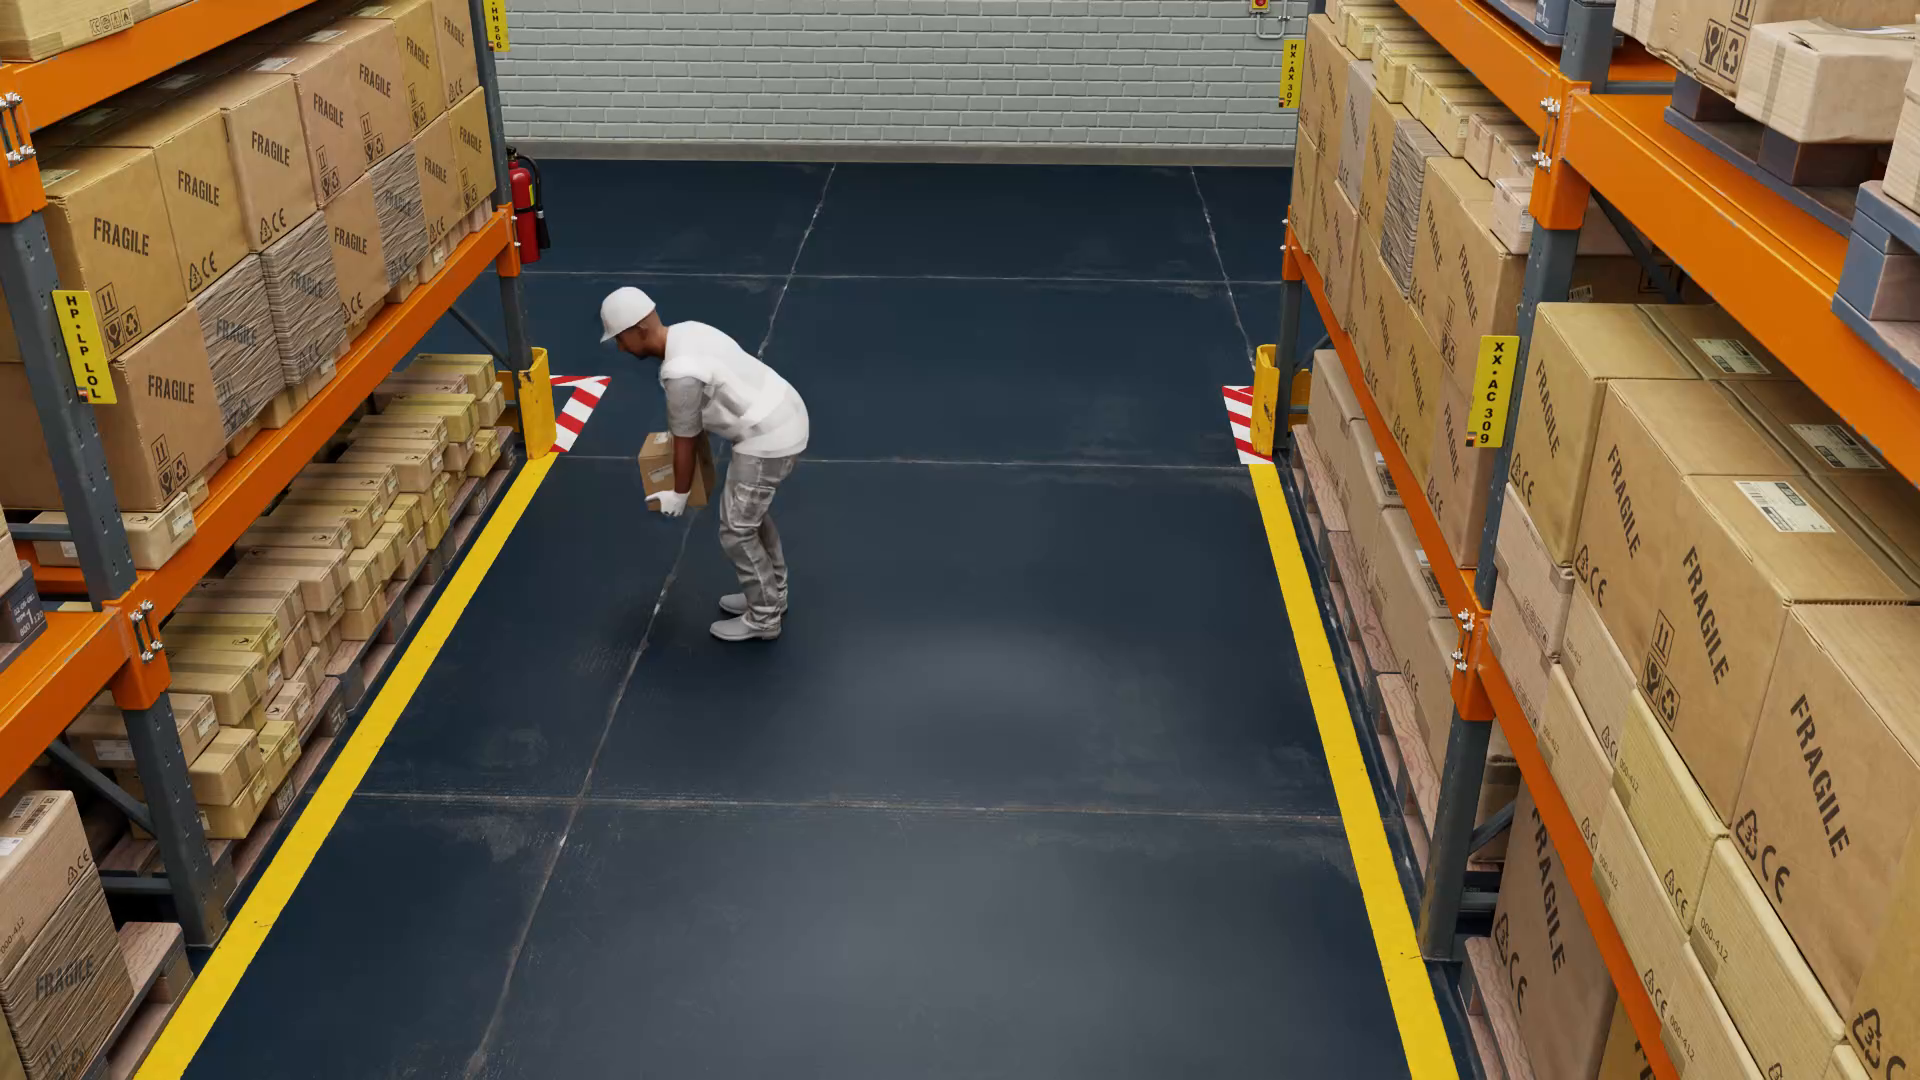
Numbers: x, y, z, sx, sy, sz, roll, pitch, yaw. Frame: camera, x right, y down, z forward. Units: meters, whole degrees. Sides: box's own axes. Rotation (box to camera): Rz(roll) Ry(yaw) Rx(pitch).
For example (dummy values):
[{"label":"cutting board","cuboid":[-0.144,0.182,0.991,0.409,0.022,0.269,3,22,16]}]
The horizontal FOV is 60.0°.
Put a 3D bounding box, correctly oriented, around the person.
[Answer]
[{"label":"person","cuboid":[-1.037,-0.317,6.957,0.823,1.543,0.473,0,28,1]}]
